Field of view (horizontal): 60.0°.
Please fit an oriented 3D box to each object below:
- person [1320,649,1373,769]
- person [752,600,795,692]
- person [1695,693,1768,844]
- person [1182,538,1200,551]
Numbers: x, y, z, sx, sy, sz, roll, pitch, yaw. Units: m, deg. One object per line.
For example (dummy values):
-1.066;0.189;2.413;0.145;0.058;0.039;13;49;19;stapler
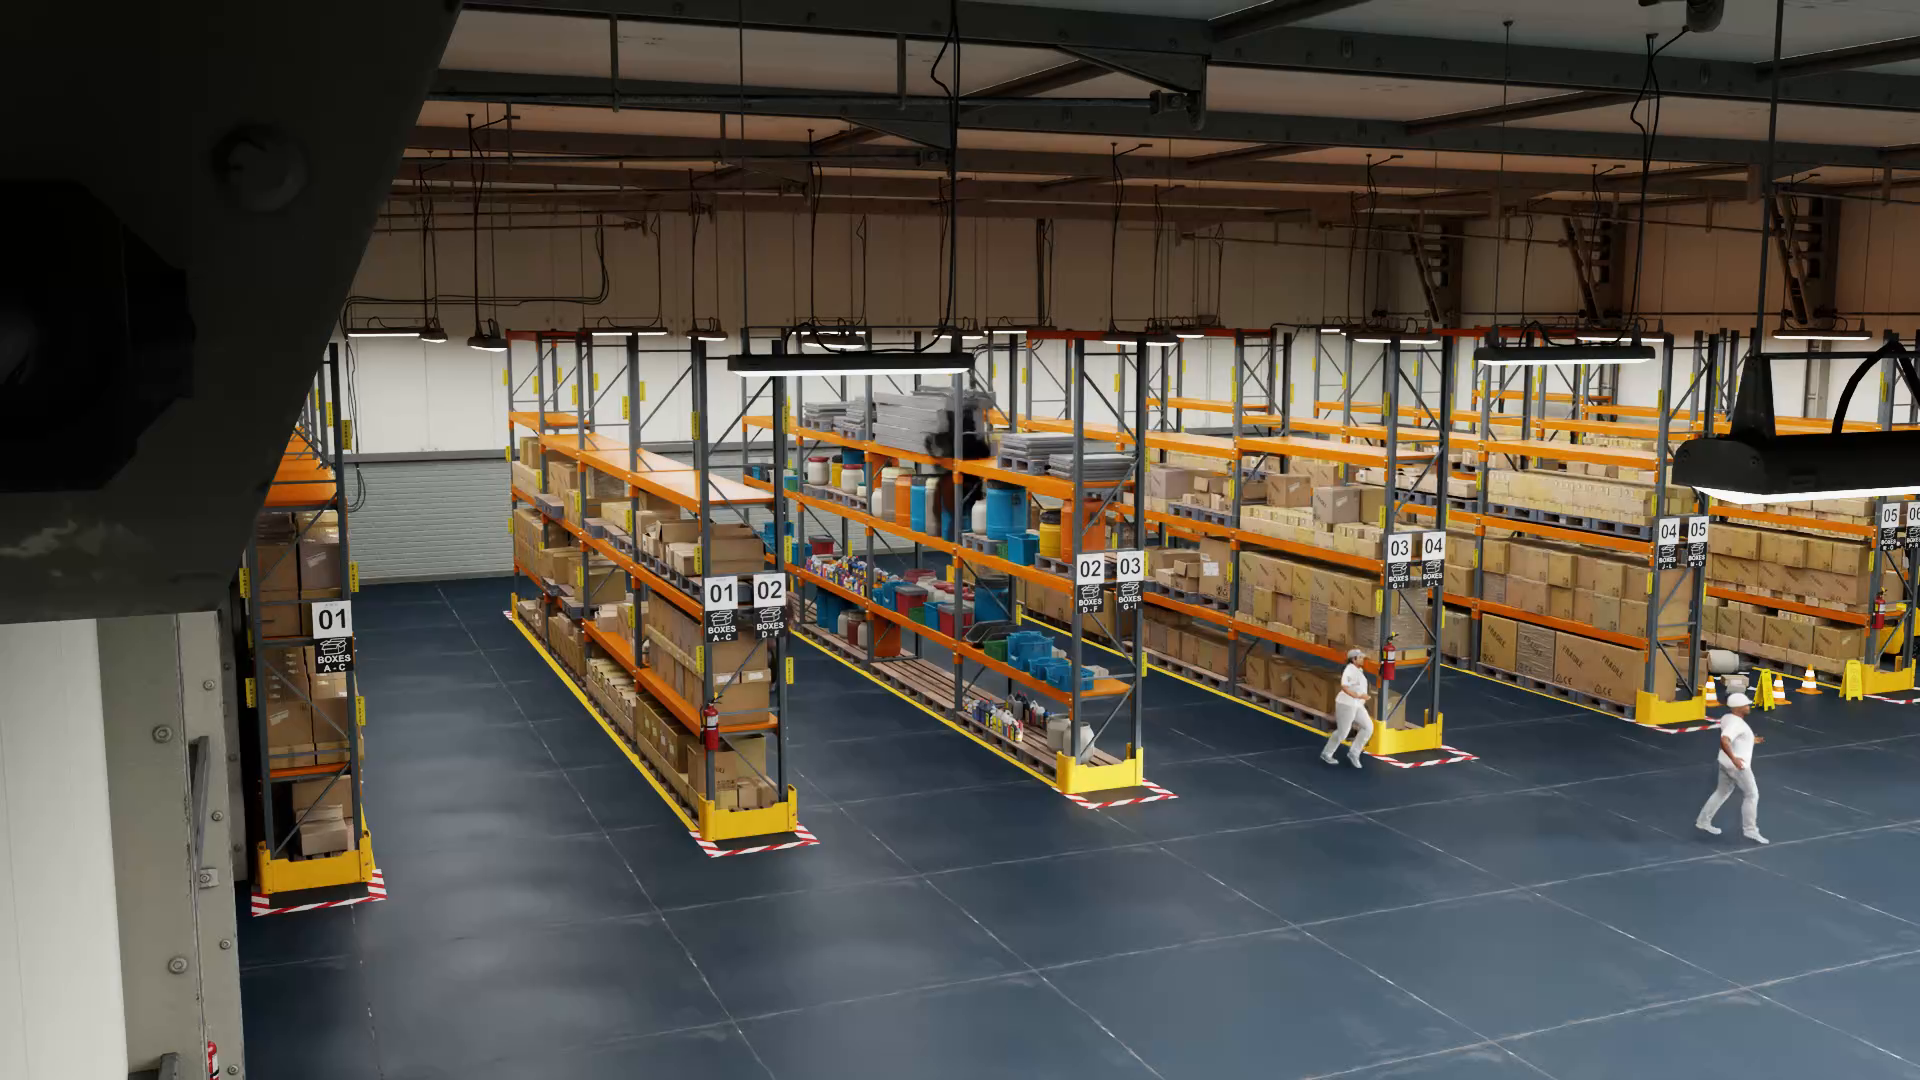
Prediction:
5.483;2.356;23.375;0.677;1.679;0.636;5;9;34;person
-3.086;1.660;28.035;0.679;1.810;0.795;-5;9;-31;person
9.319;2.729;19.990;0.808;1.806;0.693;1;8;4;person
5.756;-0.159;41.550;0.555;1.700;0.690;5;9;32;person
